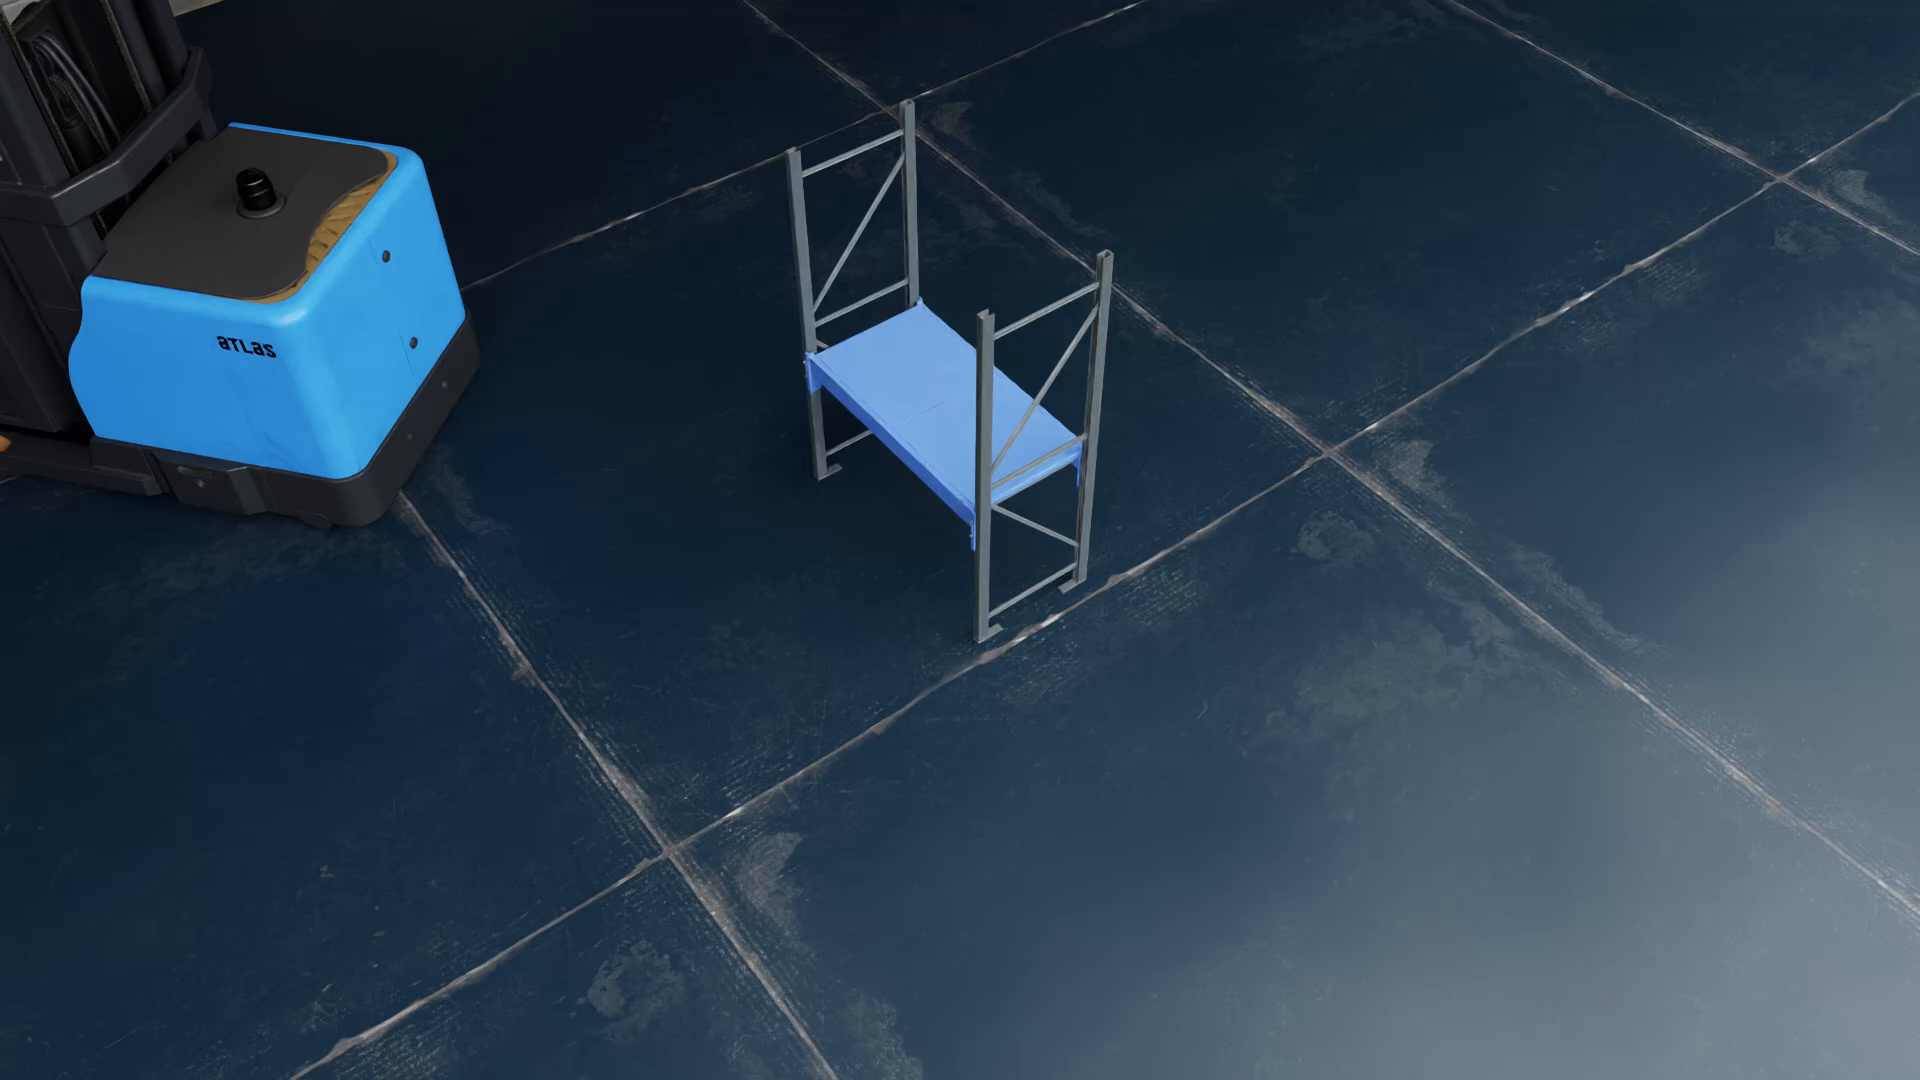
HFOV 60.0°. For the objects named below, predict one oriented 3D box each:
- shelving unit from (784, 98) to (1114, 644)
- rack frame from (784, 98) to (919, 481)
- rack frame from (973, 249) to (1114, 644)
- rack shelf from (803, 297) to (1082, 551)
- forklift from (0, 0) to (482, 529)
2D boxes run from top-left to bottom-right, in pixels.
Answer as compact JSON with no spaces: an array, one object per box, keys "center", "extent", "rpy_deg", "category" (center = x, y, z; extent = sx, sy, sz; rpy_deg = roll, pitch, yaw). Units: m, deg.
[{"center":[-0.052,-0.554,5.740],"extent":[0.538,1.500,1.048],"rpy_deg":[-29,54,-24],"category":"shelving unit"},{"center":[-0.359,-0.854,6.012],"extent":[0.500,1.500,0.032],"rpy_deg":[-29,54,-24],"category":"rack frame"},{"center":[0.256,-0.254,5.468],"extent":[0.500,1.500,0.032],"rpy_deg":[-29,54,-24],"category":"rack frame"},{"center":[-0.052,-0.433,5.873],"extent":[0.538,0.185,1.000],"rpy_deg":[-29,54,-24],"category":"rack shelf"},{"center":[-3.532,-1.607,5.728],"extent":[3.031,2.935,1.130],"rpy_deg":[10,49,9],"category":"forklift"}]
